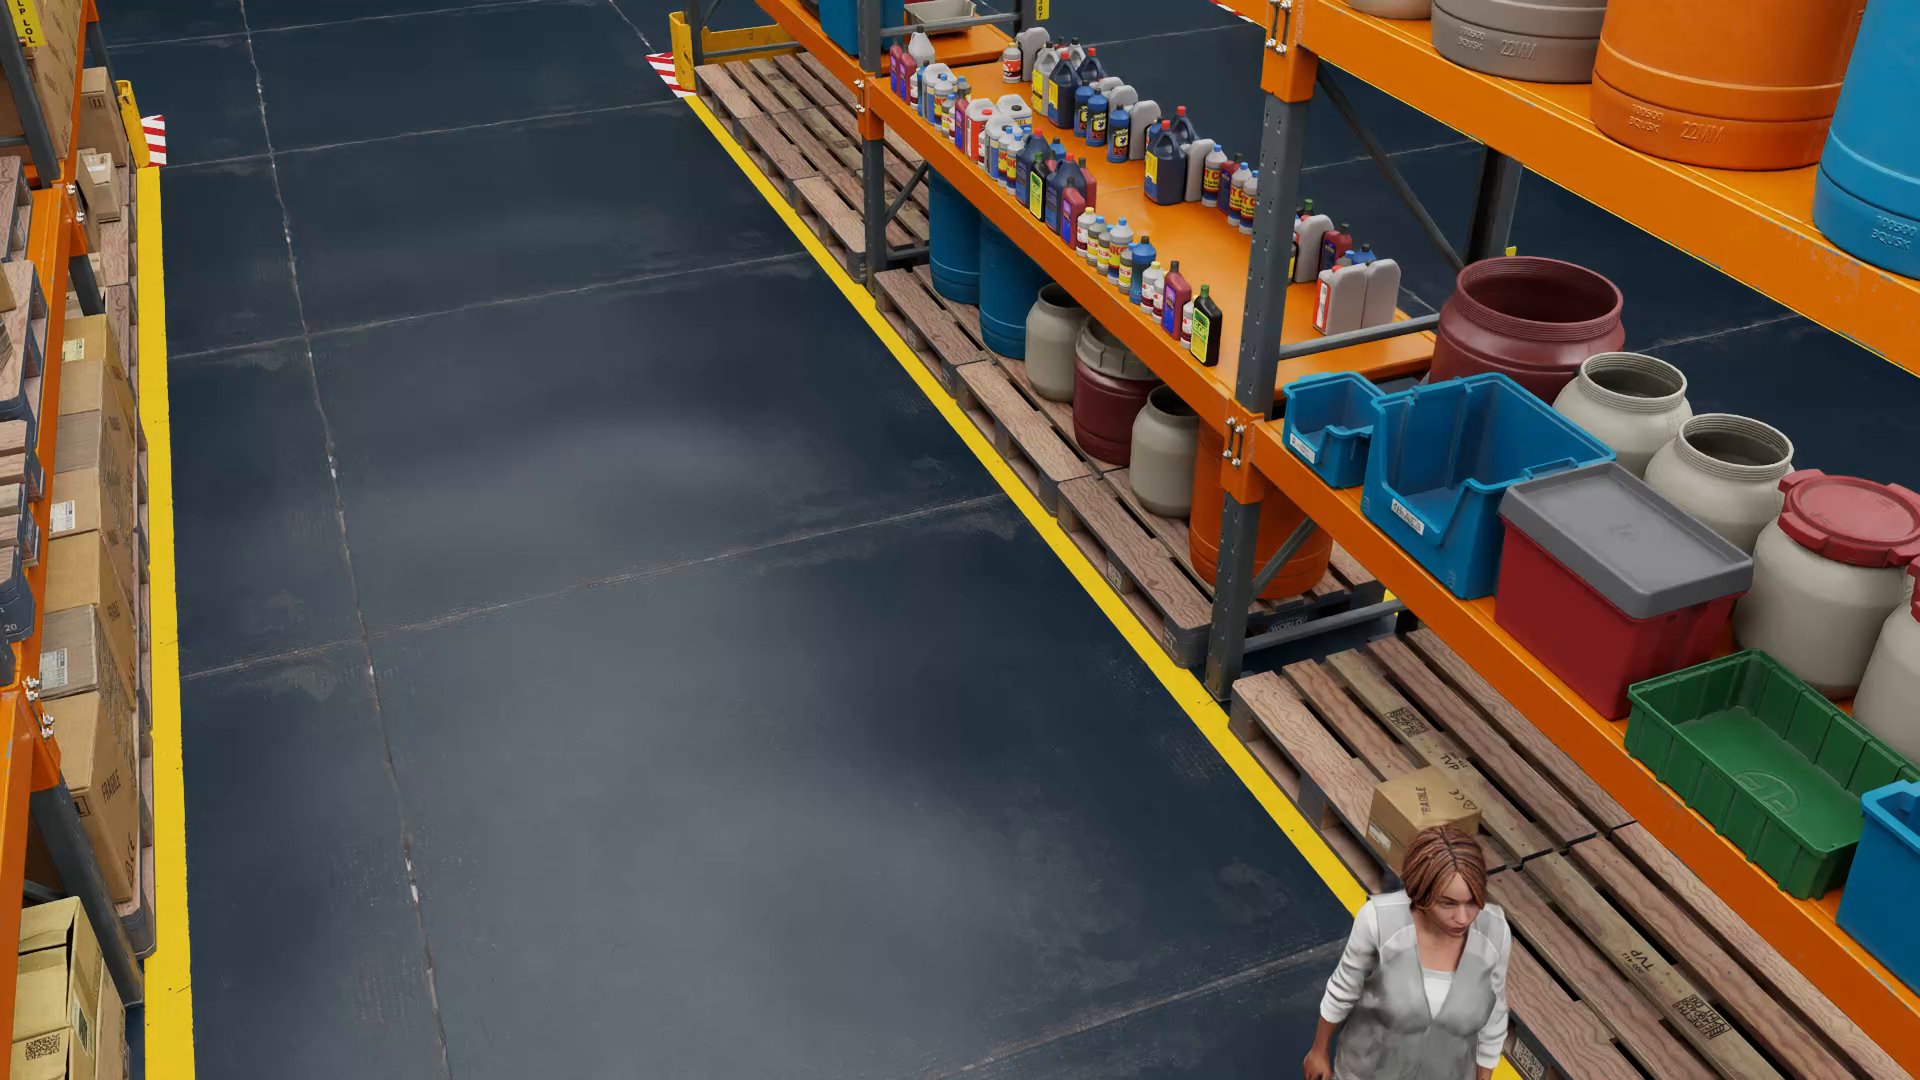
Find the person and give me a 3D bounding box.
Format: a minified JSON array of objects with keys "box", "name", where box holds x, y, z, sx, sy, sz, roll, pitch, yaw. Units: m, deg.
[{"box":[1.092,1.330,4.121,0.449,1.592,0.427,2,34,2],"name":"person"}]
